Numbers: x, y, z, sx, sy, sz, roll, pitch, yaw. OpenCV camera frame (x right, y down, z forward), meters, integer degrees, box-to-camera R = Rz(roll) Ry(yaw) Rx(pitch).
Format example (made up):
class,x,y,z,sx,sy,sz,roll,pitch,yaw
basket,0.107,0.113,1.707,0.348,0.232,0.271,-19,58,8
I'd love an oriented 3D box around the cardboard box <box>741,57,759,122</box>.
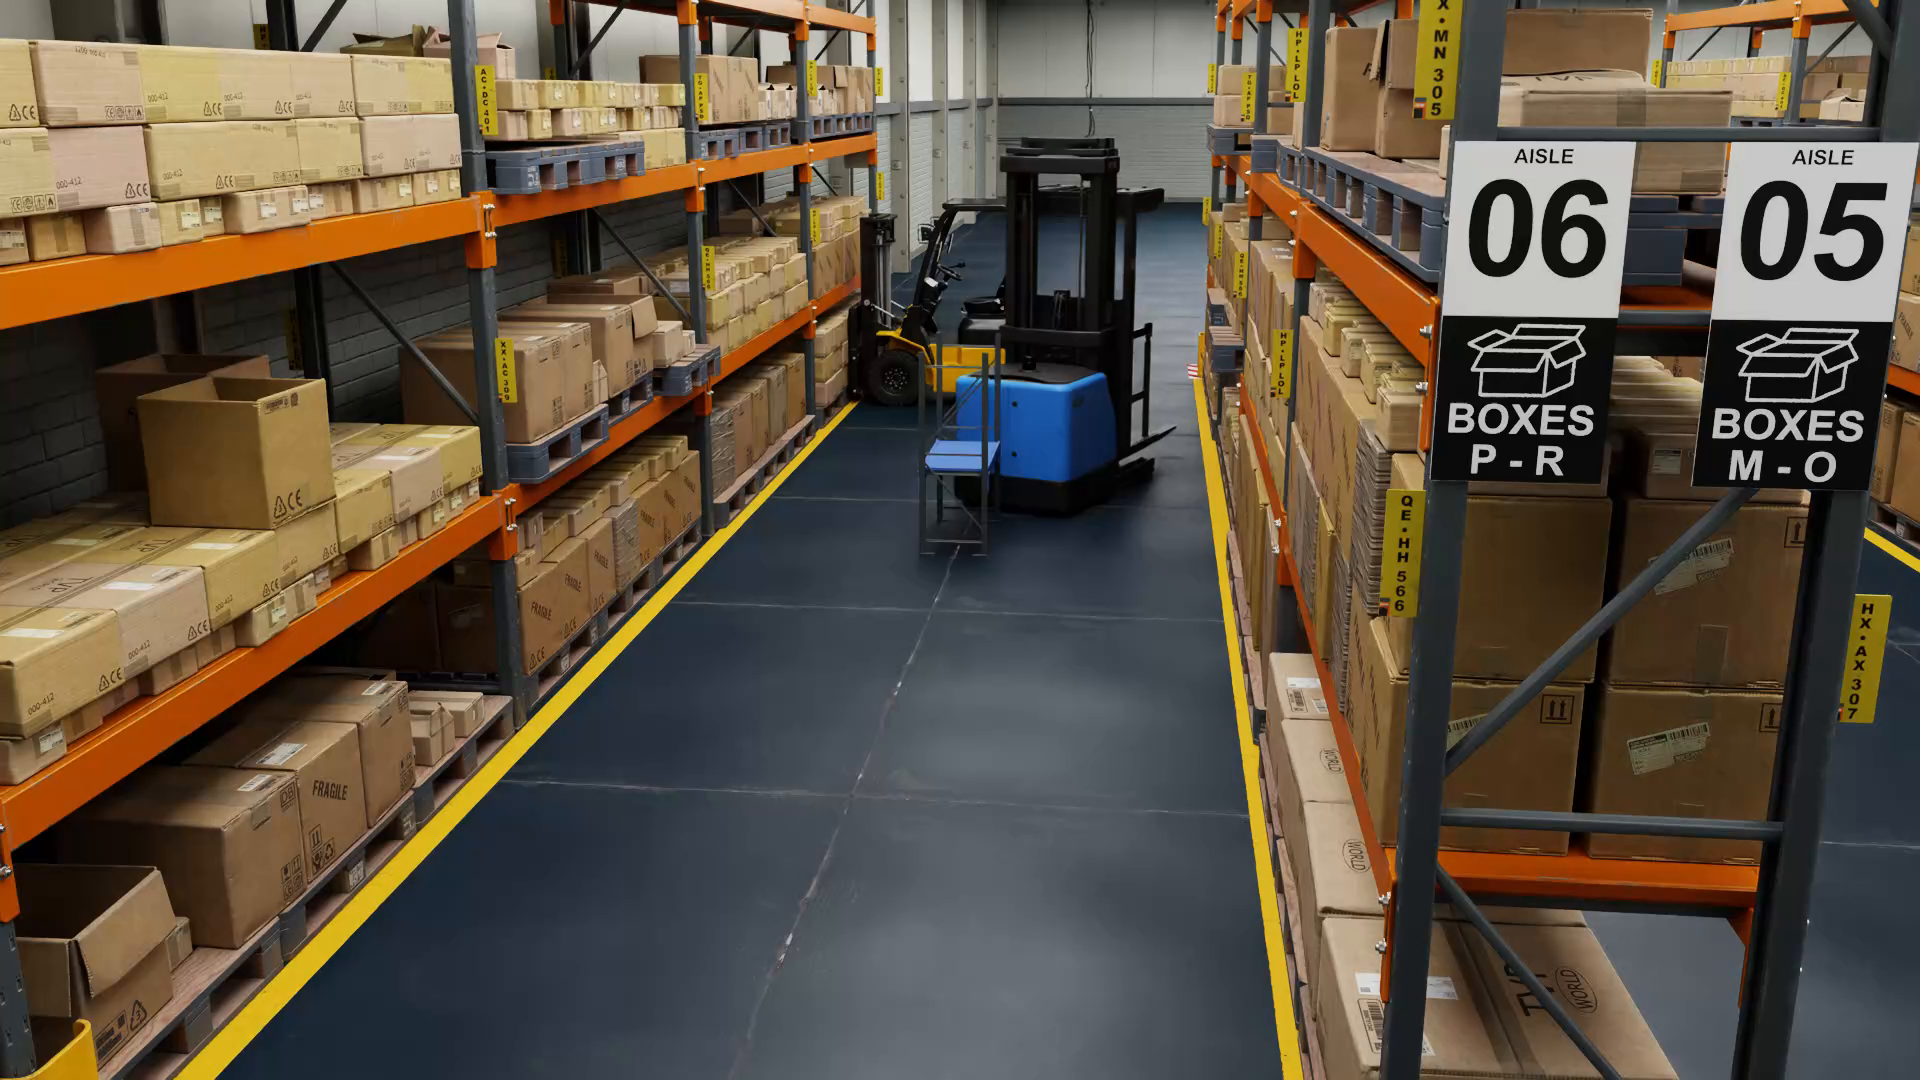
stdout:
class,x,y,z,sx,sy,sz,roll,pitch,yaw
cardboard box,-1.956,-3.684,13.607,0.500,0.500,0.500,2,15,8

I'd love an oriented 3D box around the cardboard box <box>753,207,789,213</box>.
class,x,y,z,sx,sy,sz,roll,pitch,yaw
cardboard box,-2.031,-3.458,17.699,0.380,0.149,0.250,2,15,6

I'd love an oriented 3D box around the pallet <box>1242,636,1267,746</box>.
class,x,y,z,sx,sy,sz,roll,pitch,yaw
pallet,2.098,0.834,9.173,1.003,0.211,1.213,2,15,6

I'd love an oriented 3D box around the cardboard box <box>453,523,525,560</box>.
class,x,y,z,sx,sy,sz,roll,pitch,yaw
cardboard box,-2.602,0.005,9.068,0.380,0.149,0.250,1,15,5

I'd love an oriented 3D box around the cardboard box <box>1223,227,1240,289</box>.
class,x,y,z,sx,sy,sz,roll,pitch,yaw
cardboard box,2.526,-2.408,14.256,0.500,0.500,0.500,2,15,6

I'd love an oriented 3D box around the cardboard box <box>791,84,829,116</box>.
class,x,y,z,sx,sy,sz,roll,pitch,yaw
cardboard box,-1.608,-4.394,16.595,0.500,0.311,0.500,2,15,7

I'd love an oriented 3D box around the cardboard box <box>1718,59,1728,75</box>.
class,x,y,z,sx,sy,sz,roll,pitch,yaw
cardboard box,7.814,-4.726,16.604,0.380,0.149,0.250,2,15,7

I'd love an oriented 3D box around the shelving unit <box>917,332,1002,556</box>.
class,x,y,z,sx,sy,sz,roll,pitch,yaw
shelving unit,0.010,-0.746,12.548,0.538,1.500,1.048,2,15,6

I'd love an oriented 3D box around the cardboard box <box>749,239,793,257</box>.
class,x,y,z,sx,sy,sz,roll,pitch,yaw
cardboard box,-1.773,-2.729,15.572,0.380,0.149,0.250,1,15,5

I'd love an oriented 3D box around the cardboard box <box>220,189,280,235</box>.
class,x,y,z,sx,sy,sz,roll,pitch,yaw
cardboard box,-2.761,-1.215,6.143,0.380,0.149,0.250,2,15,6

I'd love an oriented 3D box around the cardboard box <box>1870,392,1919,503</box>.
class,x,y,z,sx,sy,sz,roll,pitch,yaw
cardboard box,7.721,-0.726,13.108,1.050,0.750,0.750,2,15,7

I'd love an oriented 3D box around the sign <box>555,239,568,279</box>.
class,x,y,z,sx,sy,sz,roll,pitch,yaw
sign,-2.947,-2.067,12.341,0.100,0.325,0.005,2,15,6

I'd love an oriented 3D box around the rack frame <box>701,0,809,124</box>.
class,x,y,z,sx,sy,sz,roll,pitch,yaw
rack frame,-1.944,-5.426,15.488,1.000,3.000,0.127,2,15,6

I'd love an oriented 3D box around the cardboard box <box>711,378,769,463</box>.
class,x,y,z,sx,sy,sz,roll,pitch,yaw
cardboard box,-2.169,-1.055,14.560,0.875,0.625,0.625,1,15,4

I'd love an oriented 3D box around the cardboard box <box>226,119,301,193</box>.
class,x,y,z,sx,sy,sz,roll,pitch,yaw
cardboard box,-2.834,-1.443,6.225,0.500,0.250,0.500,1,15,5

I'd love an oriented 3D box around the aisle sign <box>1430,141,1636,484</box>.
class,x,y,z,sx,sy,sz,roll,pitch,yaw
aisle sign,1.319,-0.518,3.850,0.394,0.787,0.004,2,15,6

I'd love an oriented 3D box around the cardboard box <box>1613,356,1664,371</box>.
class,x,y,z,sx,sy,sz,roll,pitch,yaw
cardboard box,2.111,-0.536,5.549,0.380,0.149,0.250,2,15,7

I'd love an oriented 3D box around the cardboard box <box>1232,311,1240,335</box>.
class,x,y,z,sx,sy,sz,roll,pitch,yaw
cardboard box,2.283,-1.659,12.727,0.380,0.149,0.250,2,15,6

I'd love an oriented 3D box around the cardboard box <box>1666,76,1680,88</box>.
class,x,y,z,sx,sy,sz,roll,pitch,yaw
cardboard box,8.060,-4.955,18.215,0.500,0.250,0.500,2,15,6

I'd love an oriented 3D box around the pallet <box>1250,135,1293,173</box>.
class,x,y,z,sx,sy,sz,roll,pitch,yaw
pallet,2.517,-2.535,10.908,1.213,0.211,1.003,2,15,9

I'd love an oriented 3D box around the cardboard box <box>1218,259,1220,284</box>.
class,x,y,z,sx,sy,sz,roll,pitch,yaw
cardboard box,2.843,-2.833,16.630,0.500,0.500,0.500,2,15,8

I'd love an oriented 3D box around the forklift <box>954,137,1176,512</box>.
class,x,y,z,sx,sy,sz,roll,pitch,yaw
forklift,1.071,-1.977,14.359,1.130,2.935,3.031,8,17,26

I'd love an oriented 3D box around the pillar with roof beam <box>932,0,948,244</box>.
class,x,y,z,sx,sy,sz,roll,pitch,yaw
pillar with roof beam,3.842,-10.851,35.552,9.100,9.000,0.400,2,15,6

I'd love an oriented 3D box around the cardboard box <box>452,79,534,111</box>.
class,x,y,z,sx,sy,sz,roll,pitch,yaw
cardboard box,-2.377,-2.241,8.372,0.380,0.149,0.250,2,15,8

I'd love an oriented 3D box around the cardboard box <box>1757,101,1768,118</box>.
class,x,y,z,sx,sy,sz,roll,pitch,yaw
cardboard box,7.670,-4.012,15.491,0.380,0.149,0.250,2,15,7

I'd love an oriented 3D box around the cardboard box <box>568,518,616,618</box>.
class,x,y,z,sx,sy,sz,roll,pitch,yaw
cardboard box,-2.457,0.162,10.299,0.500,0.500,0.500,1,15,5

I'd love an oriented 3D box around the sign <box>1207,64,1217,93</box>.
class,x,y,z,sx,sy,sz,roll,pitch,yaw
sign,2.901,-5.308,19.124,0.100,0.325,0.005,2,15,6

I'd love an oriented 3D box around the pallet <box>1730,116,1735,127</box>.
class,x,y,z,sx,sy,sz,roll,pitch,yaw
pallet,8.161,-4.198,16.863,1.003,0.211,1.213,2,15,6

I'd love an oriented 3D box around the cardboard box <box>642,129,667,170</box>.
class,x,y,z,sx,sy,sz,roll,pitch,yaw
cardboard box,-2.268,-2.597,11.062,0.500,0.250,0.500,2,15,6

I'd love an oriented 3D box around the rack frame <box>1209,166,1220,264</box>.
class,x,y,z,sx,sy,sz,roll,pitch,yaw
rack frame,3.440,-3.422,19.571,1.000,3.000,0.127,2,15,6

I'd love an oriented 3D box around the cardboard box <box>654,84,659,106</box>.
class,x,y,z,sx,sy,sz,roll,pitch,yaw
cardboard box,-2.275,-3.041,11.369,0.380,0.149,0.250,1,15,4

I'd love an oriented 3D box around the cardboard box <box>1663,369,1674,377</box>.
class,x,y,z,sx,sy,sz,roll,pitch,yaw
cardboard box,7.074,-1.492,17.219,0.500,0.500,0.500,4,16,16

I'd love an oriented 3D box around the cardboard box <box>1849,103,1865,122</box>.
class,x,y,z,sx,sy,sz,roll,pitch,yaw
cardboard box,7.502,-3.487,13.550,0.380,0.149,0.250,2,15,6

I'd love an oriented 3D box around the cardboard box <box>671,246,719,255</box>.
class,x,y,z,sx,sy,sz,roll,pitch,yaw
cardboard box,-2.369,-2.543,14.886,0.380,0.149,0.250,2,15,6

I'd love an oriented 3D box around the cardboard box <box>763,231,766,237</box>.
class,x,y,z,sx,sy,sz,roll,pitch,yaw
cardboard box,-2.169,-3.048,16.754,0.380,0.149,0.250,1,15,5

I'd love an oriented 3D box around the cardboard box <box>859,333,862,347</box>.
class,x,y,z,sx,sy,sz,roll,pitch,yaw
cardboard box,-1.341,-2.284,18.869,0.500,0.250,0.500,1,15,5

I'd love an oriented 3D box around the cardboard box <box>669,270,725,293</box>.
class,x,y,z,sx,sy,sz,roll,pitch,yaw
cardboard box,-2.038,-1.997,12.867,0.380,0.149,0.250,2,15,7

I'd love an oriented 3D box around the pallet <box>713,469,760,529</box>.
class,x,y,z,sx,sy,sz,roll,pitch,yaw
pallet,-2.263,-0.359,13.584,1.003,0.211,1.213,2,15,6

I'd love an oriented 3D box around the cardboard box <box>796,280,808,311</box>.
class,x,y,z,sx,sy,sz,roll,pitch,yaw
cardboard box,-1.741,-2.319,15.779,0.500,0.250,0.500,2,15,8

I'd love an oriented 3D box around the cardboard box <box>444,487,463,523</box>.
class,x,y,z,sx,sy,sz,roll,pitch,yaw
cardboard box,-2.639,-0.175,8.046,0.380,0.149,0.250,2,15,8

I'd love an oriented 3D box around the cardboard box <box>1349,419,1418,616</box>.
class,x,y,z,sx,sy,sz,roll,pitch,yaw
cardboard box,1.482,-0.072,5.074,0.500,0.500,0.500,2,15,6

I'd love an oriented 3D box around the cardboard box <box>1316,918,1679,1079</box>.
class,x,y,z,sx,sy,sz,roll,pitch,yaw
cardboard box,1.610,1.588,5.148,0.875,0.438,0.875,1,15,4

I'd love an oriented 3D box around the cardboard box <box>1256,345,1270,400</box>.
class,x,y,z,sx,sy,sz,roll,pitch,yaw
cardboard box,2.037,-0.998,9.936,0.500,0.250,0.500,2,15,7

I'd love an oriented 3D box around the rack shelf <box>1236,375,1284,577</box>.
class,x,y,z,sx,sy,sz,roll,pitch,yaw
rack shelf,2.312,-0.481,10.073,1.077,0.370,4.000,2,15,6

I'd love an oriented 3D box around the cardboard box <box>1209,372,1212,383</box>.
class,x,y,z,sx,sy,sz,roll,pitch,yaw
cardboard box,2.901,-1.691,17.634,0.500,0.250,0.500,2,15,7

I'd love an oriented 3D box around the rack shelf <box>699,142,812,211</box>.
class,x,y,z,sx,sy,sz,roll,pitch,yaw
rack shelf,-2.169,-3.112,14.056,1.077,0.370,4.000,2,15,6

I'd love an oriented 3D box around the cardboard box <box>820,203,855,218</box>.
class,x,y,z,sx,sy,sz,roll,pitch,yaw
cardboard box,-1.368,-3.639,18.370,0.380,0.149,0.250,2,15,7

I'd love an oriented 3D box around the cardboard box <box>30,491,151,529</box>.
class,x,y,z,sx,sy,sz,roll,pitch,yaw
cardboard box,-3.330,-0.013,6.683,0.500,0.250,0.500,2,15,6

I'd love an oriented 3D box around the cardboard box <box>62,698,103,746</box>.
class,x,y,z,sx,sy,sz,roll,pitch,yaw
cardboard box,-3.005,0.559,5.329,0.380,0.149,0.250,2,15,8

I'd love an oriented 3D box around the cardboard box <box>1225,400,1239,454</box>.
class,x,y,z,sx,sy,sz,roll,pitch,yaw
cardboard box,2.854,-0.996,14.829,0.950,0.372,0.625,3,15,10

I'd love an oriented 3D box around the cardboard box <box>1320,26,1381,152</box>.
class,x,y,z,sx,sy,sz,roll,pitch,yaw
cardboard box,1.811,-1.911,7.047,0.500,0.500,0.500,2,15,7

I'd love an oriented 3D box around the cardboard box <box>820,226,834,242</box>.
class,x,y,z,sx,sy,sz,roll,pitch,yaw
cardboard box,-1.515,-3.164,17.181,0.380,0.149,0.250,2,15,7

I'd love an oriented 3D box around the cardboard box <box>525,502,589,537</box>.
class,x,y,z,sx,sy,sz,roll,pitch,yaw
cardboard box,-2.487,-0.126,10.122,0.380,0.149,0.250,2,15,6

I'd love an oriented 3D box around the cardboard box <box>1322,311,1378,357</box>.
class,x,y,z,sx,sy,sz,roll,pitch,yaw
cardboard box,1.645,-0.814,6.578,0.380,0.149,0.250,1,15,5
